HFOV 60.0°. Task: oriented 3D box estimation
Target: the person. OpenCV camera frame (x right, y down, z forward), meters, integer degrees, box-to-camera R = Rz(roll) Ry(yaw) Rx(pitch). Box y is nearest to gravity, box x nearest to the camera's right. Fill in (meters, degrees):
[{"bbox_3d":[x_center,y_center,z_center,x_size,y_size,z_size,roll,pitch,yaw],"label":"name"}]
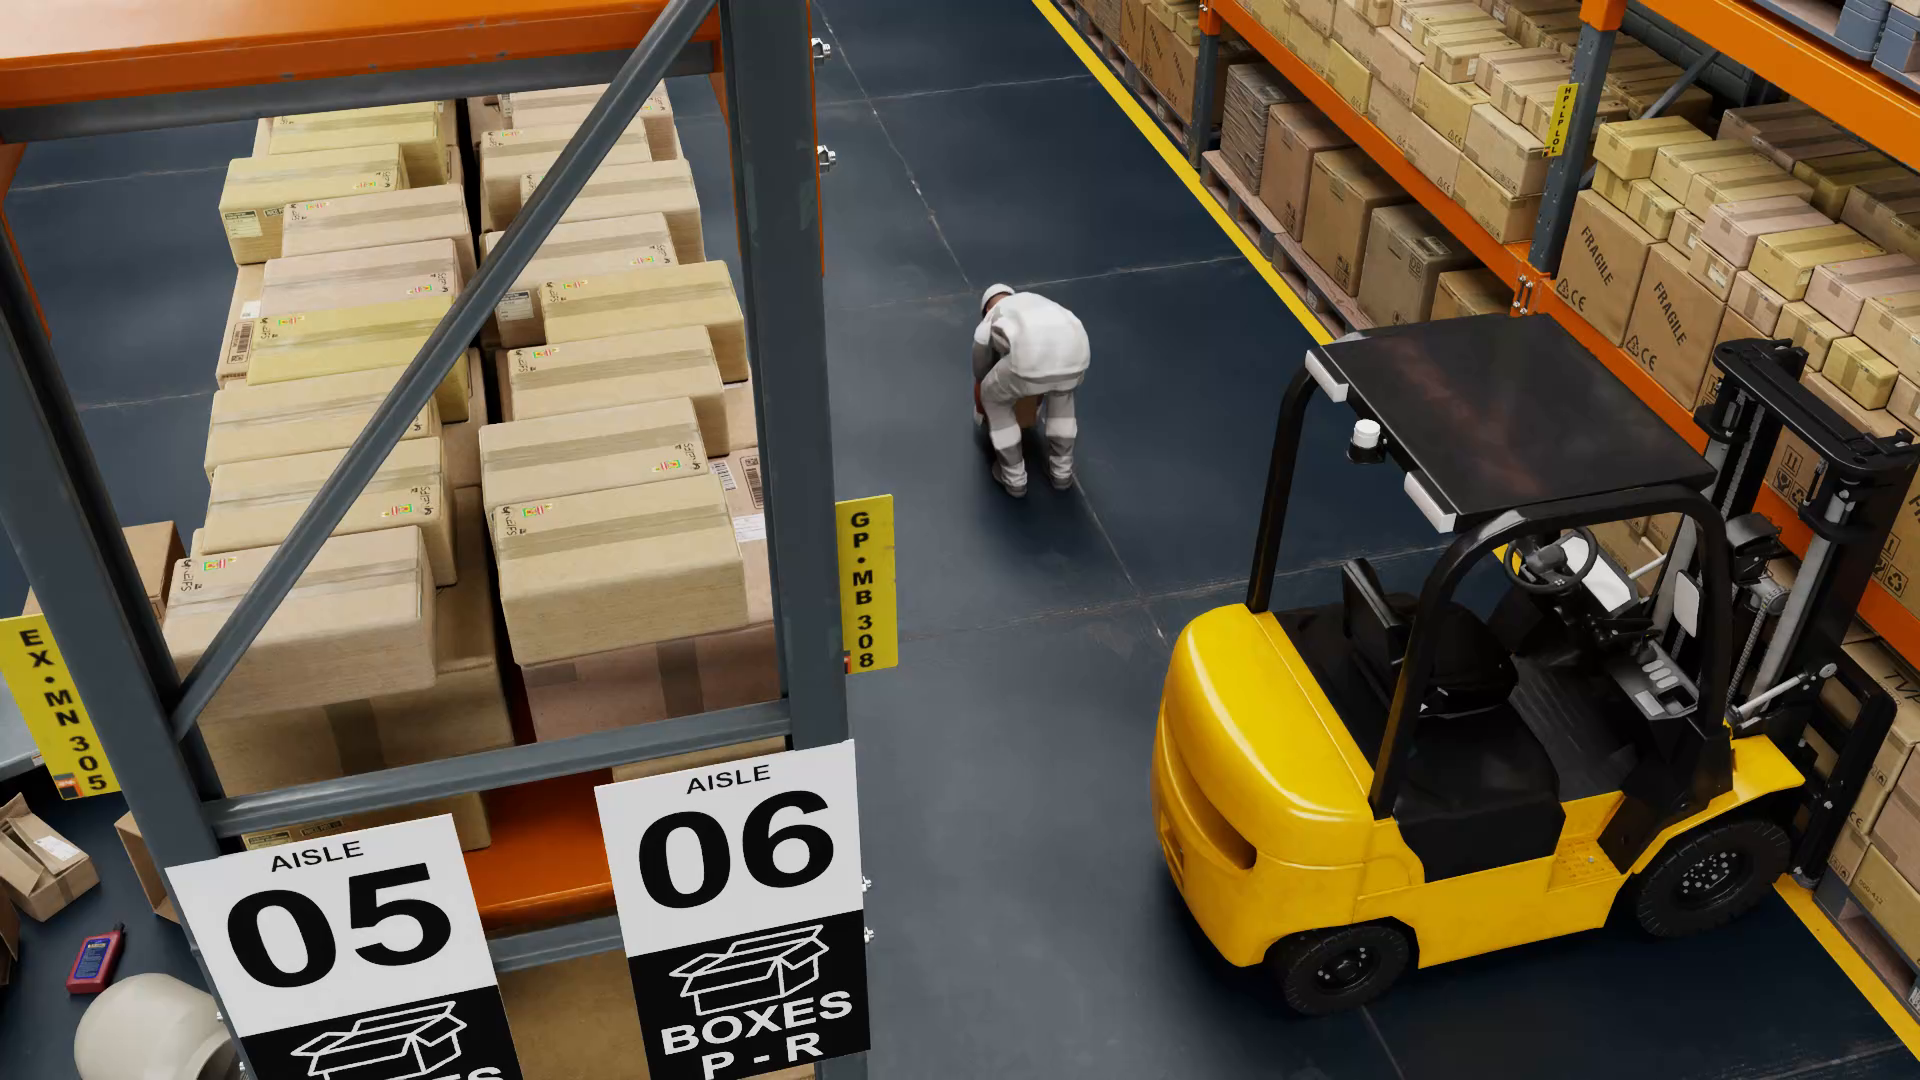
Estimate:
[{"bbox_3d":[0.321,-0.815,8.374,0.527,1.011,0.952,-11,39,-14],"label":"person"}]
